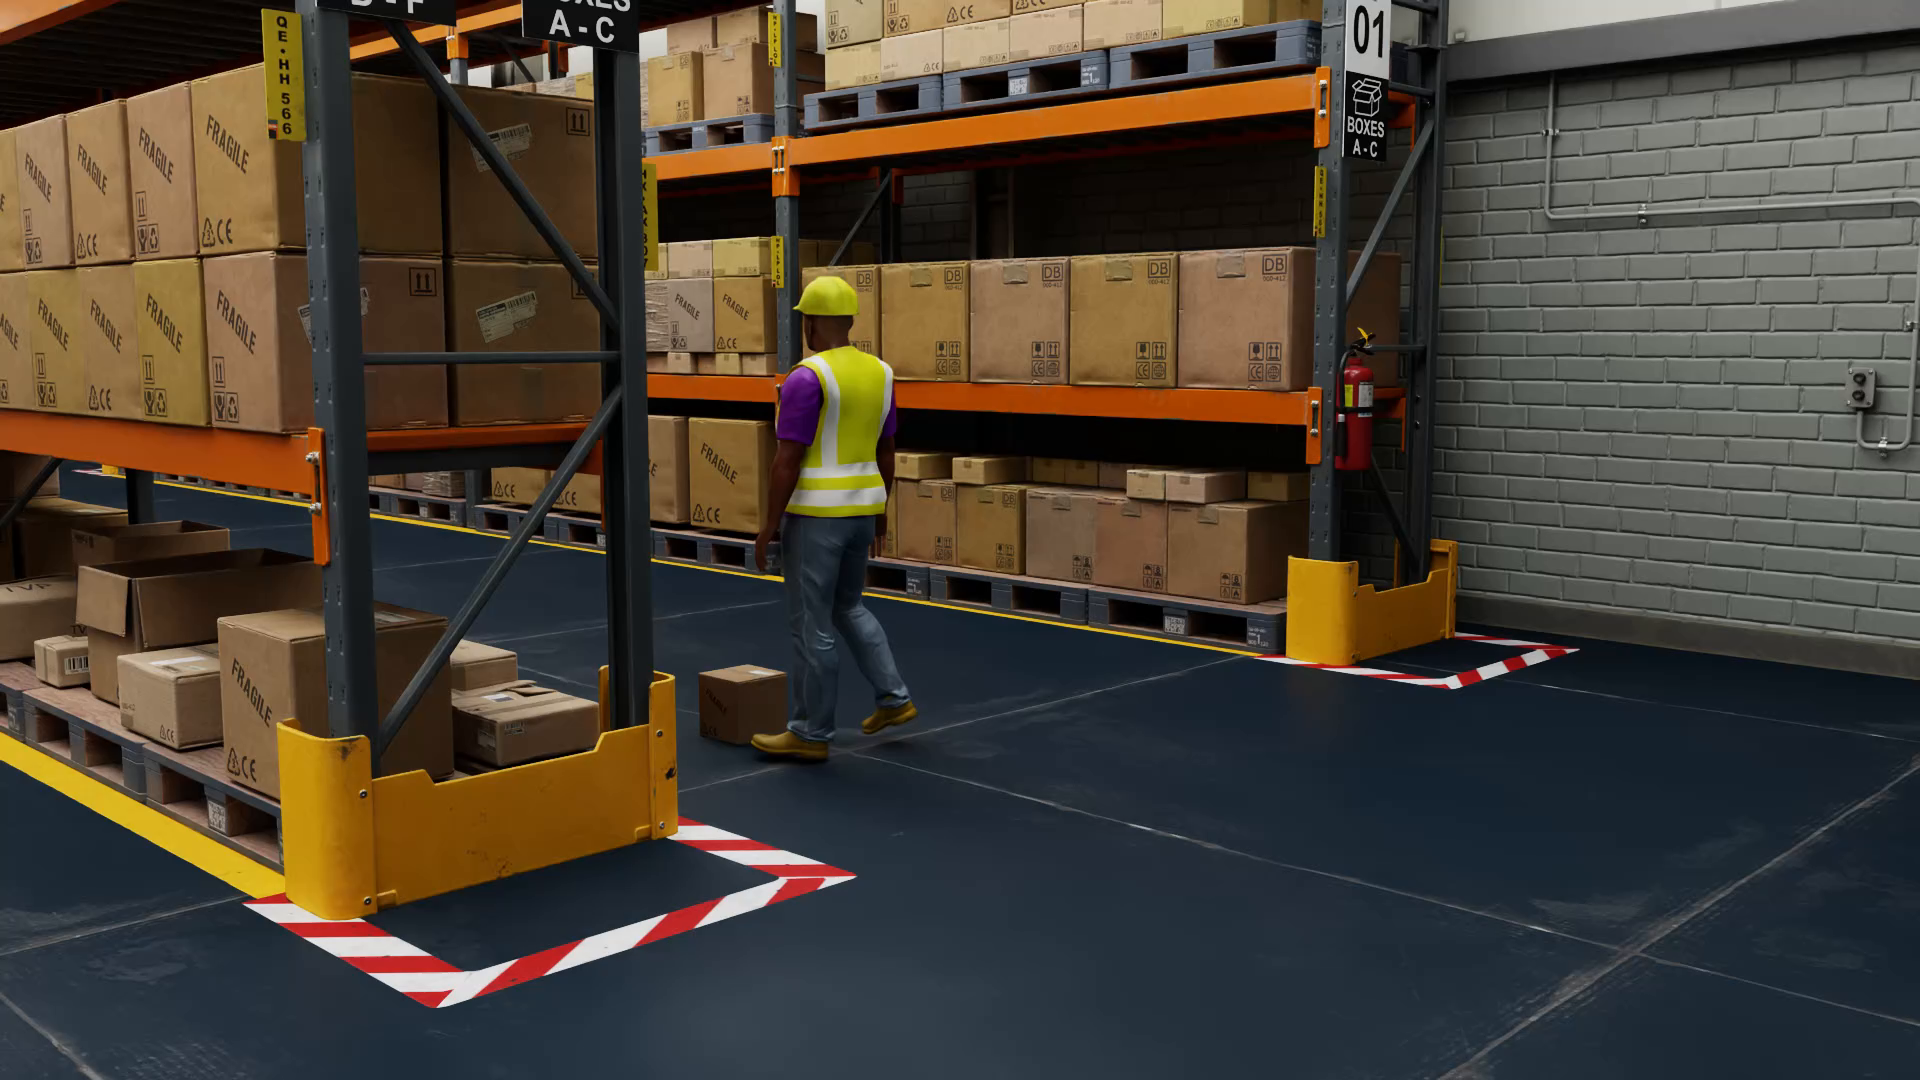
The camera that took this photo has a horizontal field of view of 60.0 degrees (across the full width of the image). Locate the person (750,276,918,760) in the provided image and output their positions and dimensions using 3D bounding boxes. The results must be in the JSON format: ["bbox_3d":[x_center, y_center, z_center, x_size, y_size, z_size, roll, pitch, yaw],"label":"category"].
[{"bbox_3d":[-0.483,-0.084,6.175,0.476,1.773,0.642,5,8,33],"label":"person"}]
